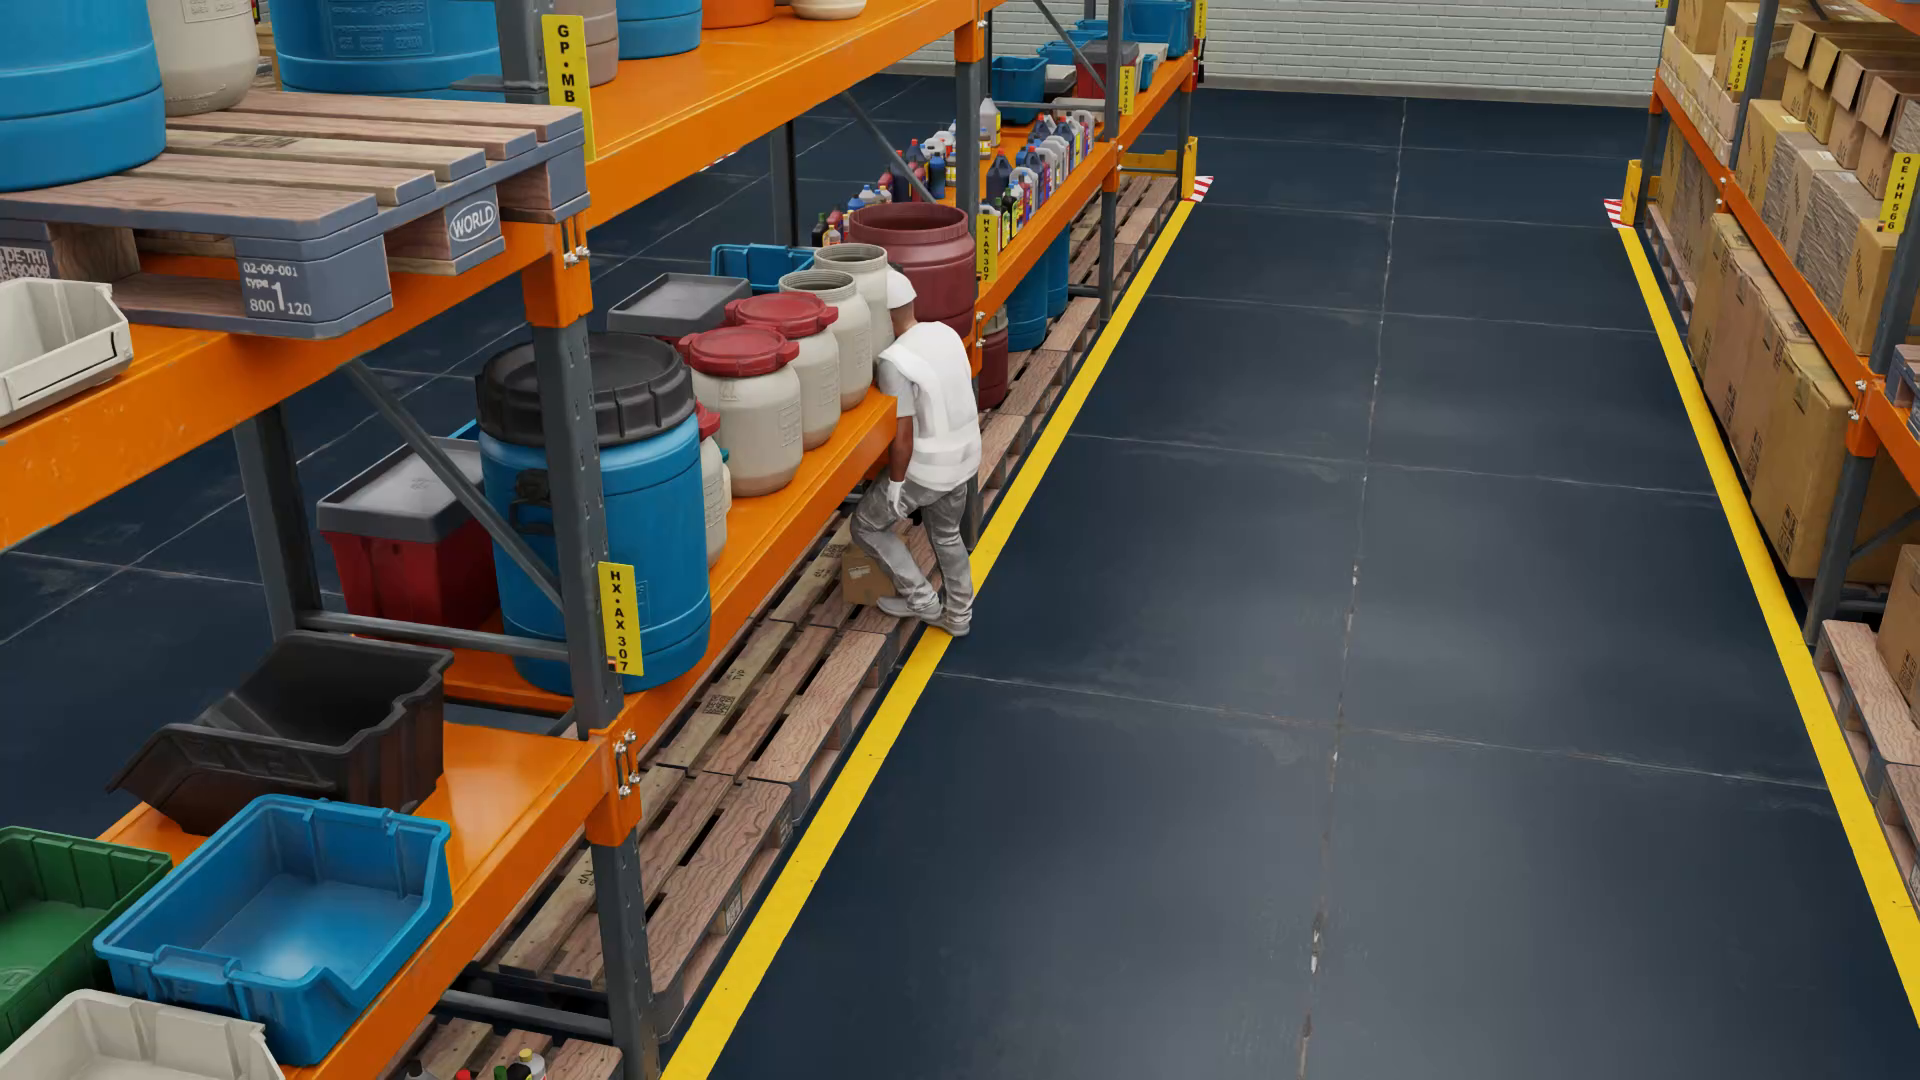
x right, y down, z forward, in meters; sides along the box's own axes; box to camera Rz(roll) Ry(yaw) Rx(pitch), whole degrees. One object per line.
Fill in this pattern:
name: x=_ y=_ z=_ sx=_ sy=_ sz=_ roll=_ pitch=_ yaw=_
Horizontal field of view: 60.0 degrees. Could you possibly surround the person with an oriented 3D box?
person: x=-0.189 y=-0.325 z=7.317 sx=0.541 sy=1.751 sz=0.616 roll=14 pitch=29 yaw=28
